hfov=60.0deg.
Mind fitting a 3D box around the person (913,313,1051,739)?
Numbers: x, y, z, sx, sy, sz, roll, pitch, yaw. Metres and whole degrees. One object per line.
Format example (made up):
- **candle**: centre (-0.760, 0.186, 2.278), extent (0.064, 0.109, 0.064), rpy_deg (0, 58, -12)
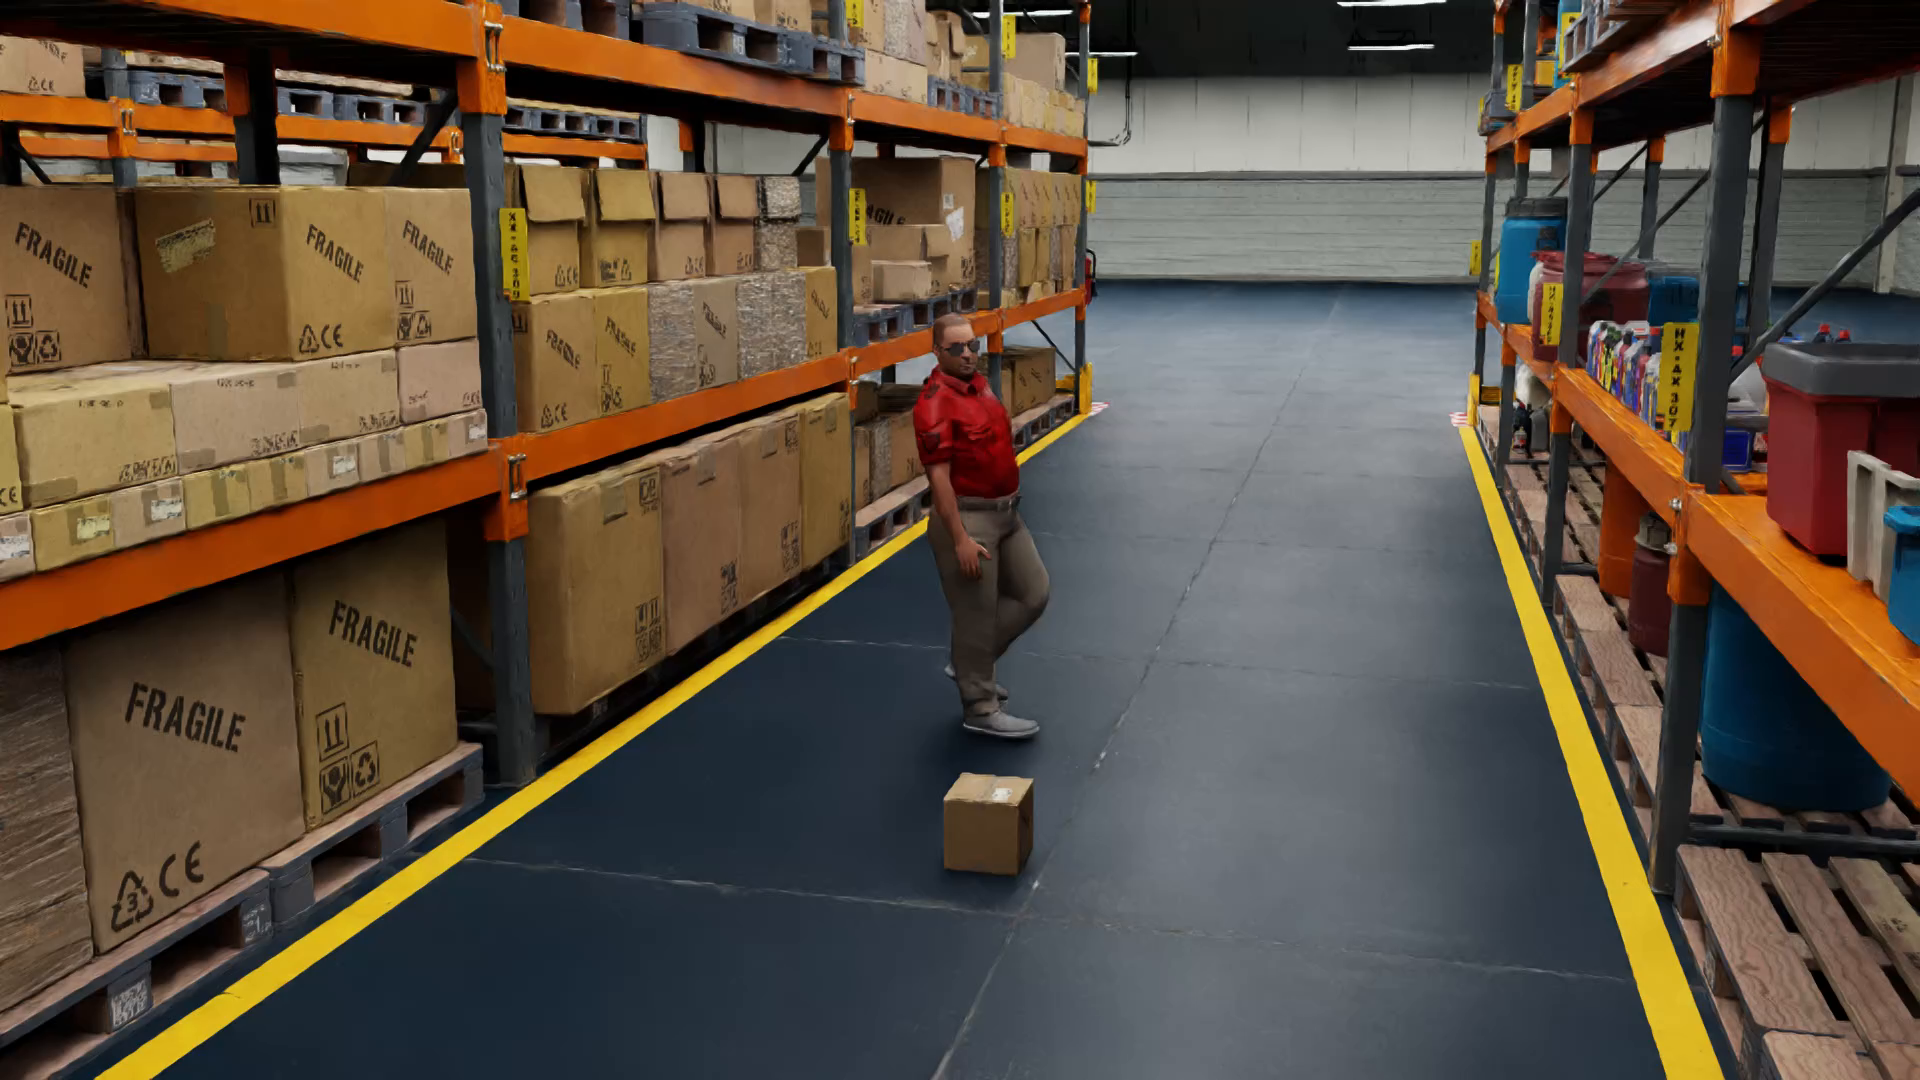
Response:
- **person**: centre (0.094, -0.052, 6.695), extent (0.481, 1.717, 0.660), rpy_deg (5, 13, 25)
